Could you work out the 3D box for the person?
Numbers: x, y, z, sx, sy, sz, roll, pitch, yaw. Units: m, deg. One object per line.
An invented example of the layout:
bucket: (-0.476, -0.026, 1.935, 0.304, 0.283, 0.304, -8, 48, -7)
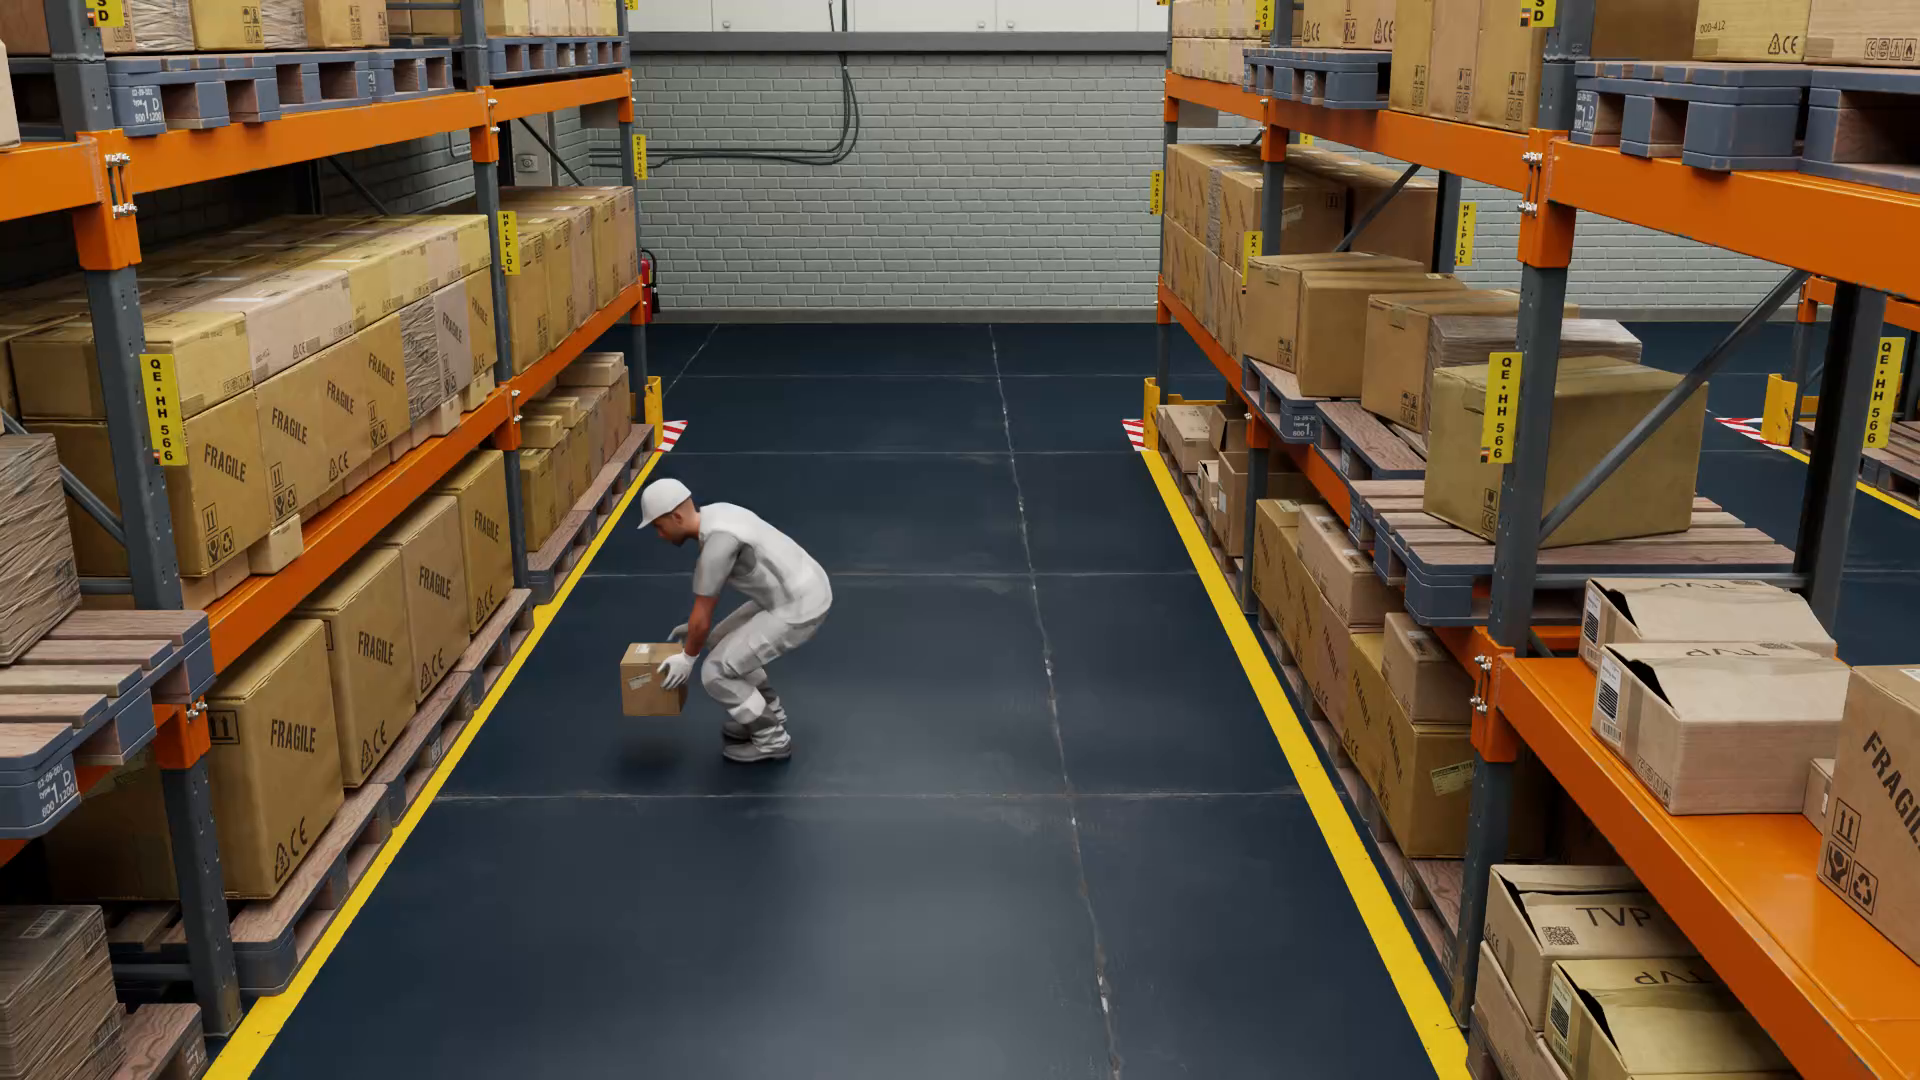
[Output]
person: (-0.971, 0.342, 7.279, 0.824, 1.267, 0.582, 0, 17, -1)
